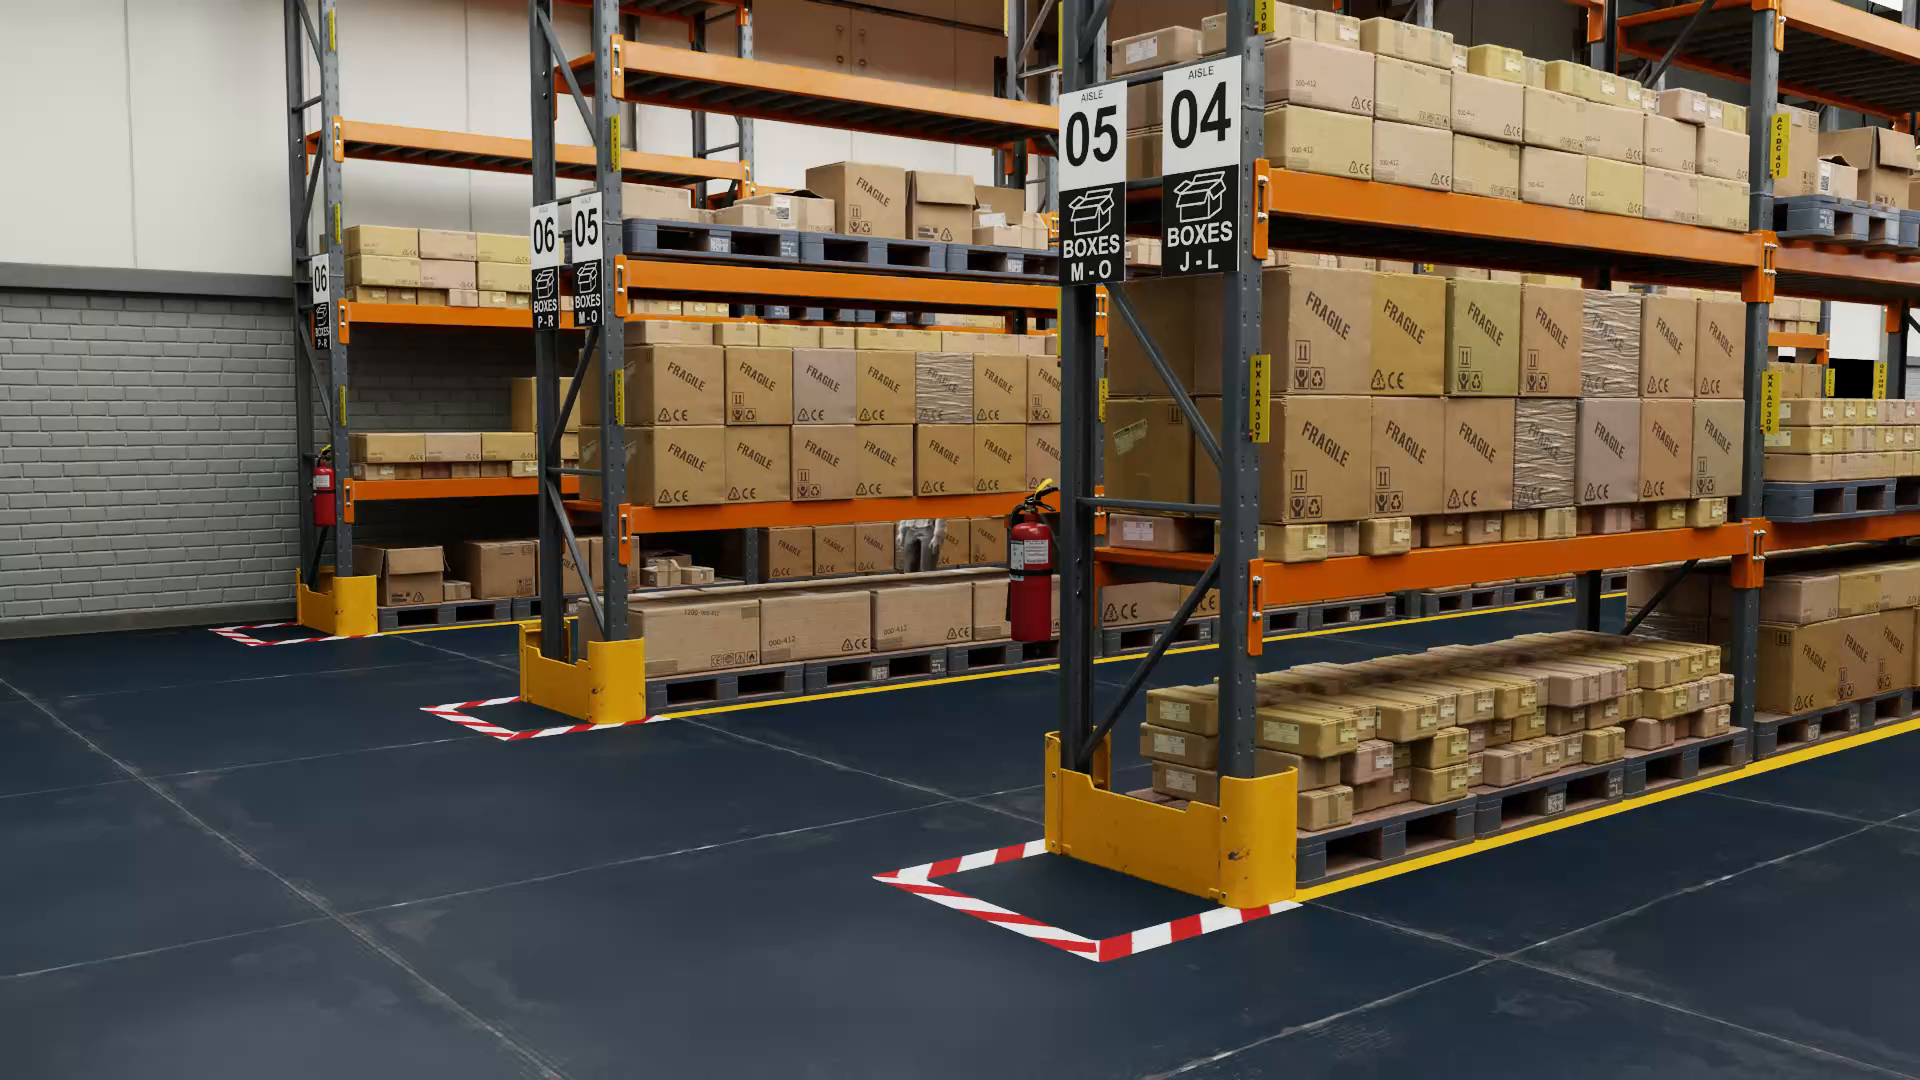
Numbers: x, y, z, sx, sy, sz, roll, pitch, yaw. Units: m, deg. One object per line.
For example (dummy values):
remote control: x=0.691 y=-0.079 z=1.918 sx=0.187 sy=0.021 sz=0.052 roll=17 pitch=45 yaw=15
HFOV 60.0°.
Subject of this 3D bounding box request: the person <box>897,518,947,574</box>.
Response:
person: x=-0.331 y=-0.033 z=14.133 sx=0.341 sy=1.666 sz=0.546 roll=-4 pitch=6 yaw=-41
